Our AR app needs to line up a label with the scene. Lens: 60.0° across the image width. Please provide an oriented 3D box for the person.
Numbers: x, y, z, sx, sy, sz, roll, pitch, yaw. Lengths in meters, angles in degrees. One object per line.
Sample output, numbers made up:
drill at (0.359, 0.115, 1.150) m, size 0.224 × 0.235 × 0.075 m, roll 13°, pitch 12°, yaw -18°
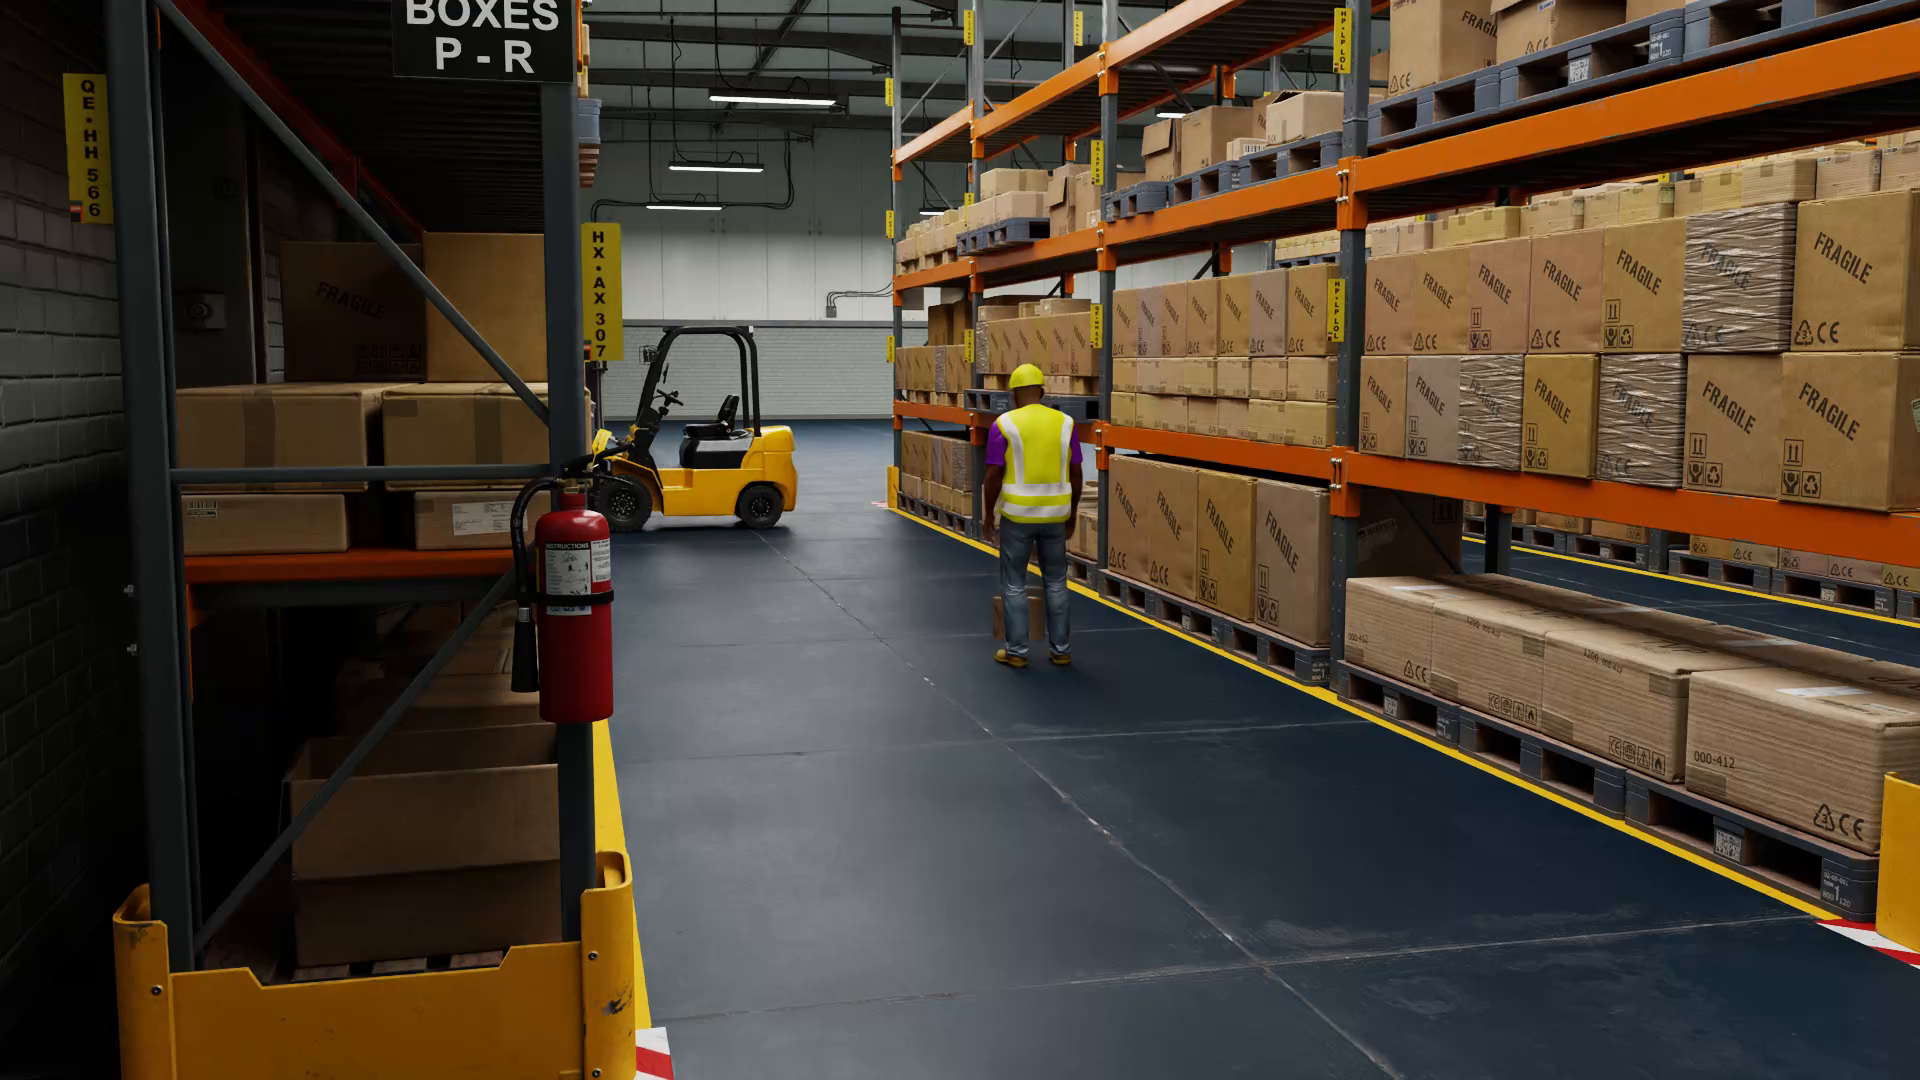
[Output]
person at (0.422, -0.144, 9.727) m, size 0.604 × 1.759 × 0.446 m, roll -2°, pitch 6°, yaw -16°
